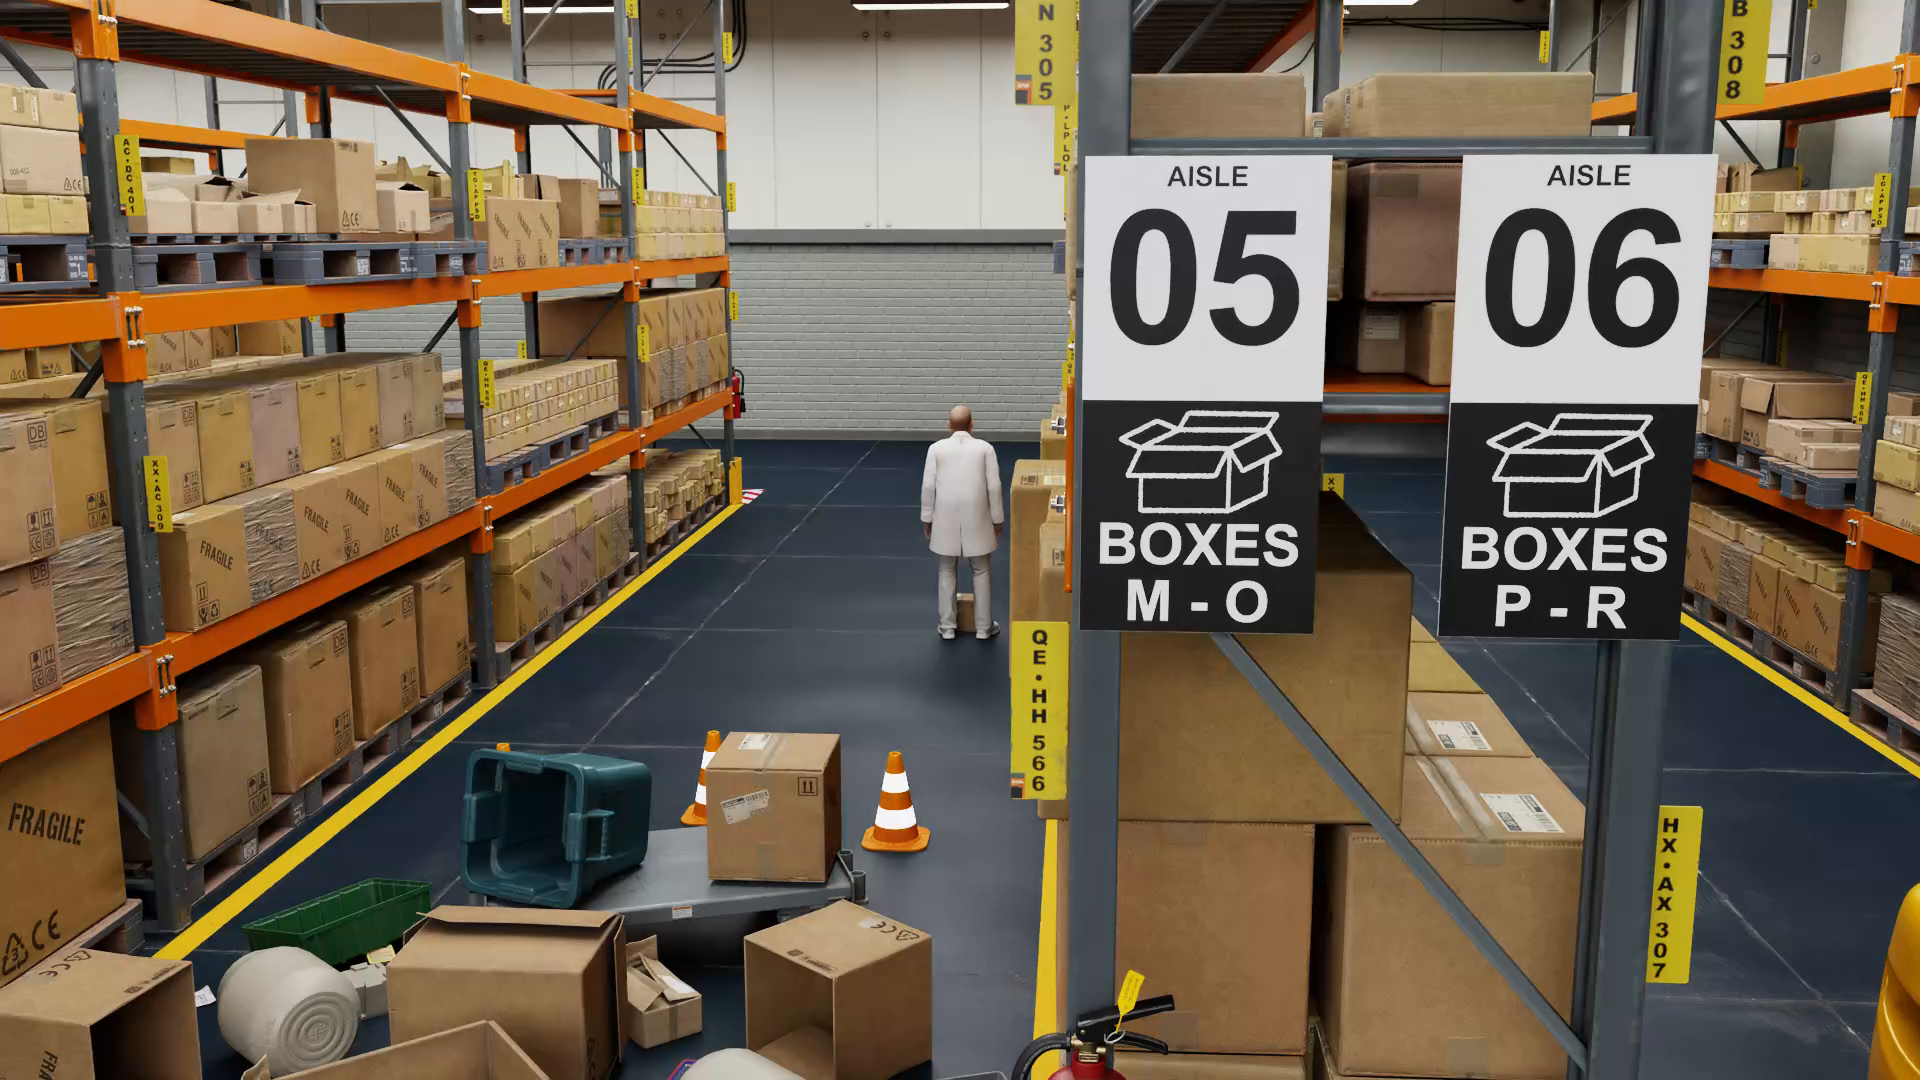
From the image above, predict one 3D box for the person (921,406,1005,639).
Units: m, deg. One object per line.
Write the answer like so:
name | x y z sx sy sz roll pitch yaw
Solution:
person | 0.021 -0.136 12.691 0.645 1.774 0.425 1 11 4
